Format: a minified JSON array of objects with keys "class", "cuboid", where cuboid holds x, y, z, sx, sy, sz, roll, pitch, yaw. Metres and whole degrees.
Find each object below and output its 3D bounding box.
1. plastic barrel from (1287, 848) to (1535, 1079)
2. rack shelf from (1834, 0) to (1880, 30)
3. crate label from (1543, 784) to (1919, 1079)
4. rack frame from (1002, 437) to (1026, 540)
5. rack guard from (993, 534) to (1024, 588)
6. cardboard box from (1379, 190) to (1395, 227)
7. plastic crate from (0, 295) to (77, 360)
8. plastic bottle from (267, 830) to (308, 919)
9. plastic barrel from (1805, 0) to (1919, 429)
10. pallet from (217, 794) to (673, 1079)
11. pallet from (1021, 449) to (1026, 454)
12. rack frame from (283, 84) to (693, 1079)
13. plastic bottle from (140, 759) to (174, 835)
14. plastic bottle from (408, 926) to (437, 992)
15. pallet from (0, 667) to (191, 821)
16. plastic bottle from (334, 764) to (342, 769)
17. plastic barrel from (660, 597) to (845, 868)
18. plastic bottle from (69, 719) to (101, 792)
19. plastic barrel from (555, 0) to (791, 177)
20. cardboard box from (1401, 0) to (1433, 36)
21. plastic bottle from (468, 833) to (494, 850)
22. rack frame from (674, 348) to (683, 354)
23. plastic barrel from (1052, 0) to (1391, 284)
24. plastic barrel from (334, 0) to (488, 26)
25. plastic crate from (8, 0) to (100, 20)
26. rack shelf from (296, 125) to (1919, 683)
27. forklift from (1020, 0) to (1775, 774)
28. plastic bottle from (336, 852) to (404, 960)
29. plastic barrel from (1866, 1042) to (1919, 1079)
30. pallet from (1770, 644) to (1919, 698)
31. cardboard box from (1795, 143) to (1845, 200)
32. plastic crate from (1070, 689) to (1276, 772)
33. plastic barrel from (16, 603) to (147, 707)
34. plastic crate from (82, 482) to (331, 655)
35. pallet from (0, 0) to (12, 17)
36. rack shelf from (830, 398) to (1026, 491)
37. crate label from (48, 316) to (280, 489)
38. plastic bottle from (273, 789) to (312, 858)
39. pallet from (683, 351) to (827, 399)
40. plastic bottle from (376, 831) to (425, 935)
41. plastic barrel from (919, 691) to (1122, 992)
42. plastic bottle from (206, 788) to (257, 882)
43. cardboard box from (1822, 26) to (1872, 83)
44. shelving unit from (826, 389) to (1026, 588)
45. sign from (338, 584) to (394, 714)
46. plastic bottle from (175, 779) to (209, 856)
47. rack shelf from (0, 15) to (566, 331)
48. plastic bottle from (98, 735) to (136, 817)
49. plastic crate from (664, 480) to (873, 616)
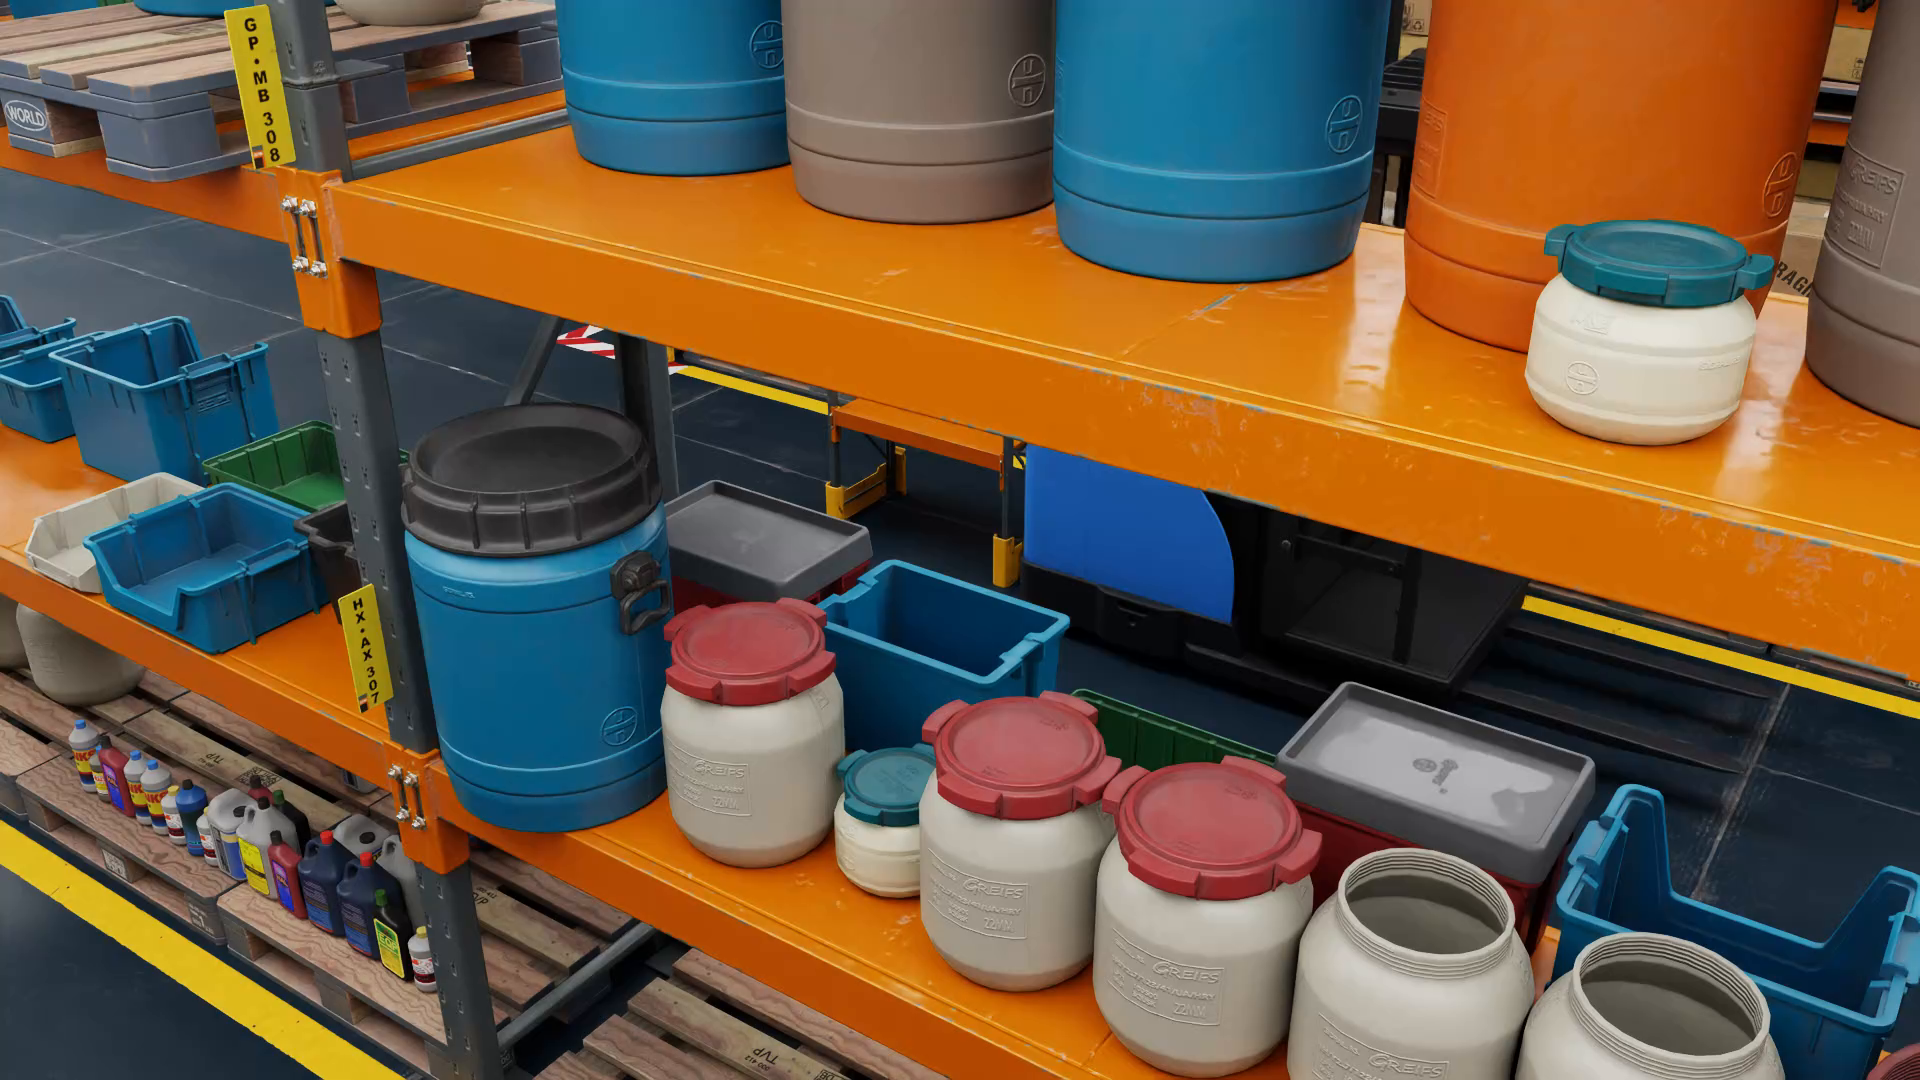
[{"class":"plastic barrel","cuboid":[0.836,0.875,3.100,0.421,0.512,0.421,0,27,0]},{"class":"rack shelf","cuboid":[3.311,-2.163,6.679,4.000,0.370,1.077,17,32,30]},{"class":"crate label","cuboid":[1.486,0.846,3.242,0.616,0.435,0.502,17,32,30]},{"class":"rack frame","cuboid":[0.349,-0.560,7.696,0.032,1.500,0.500,17,32,30]},{"class":"rack guard","cuboid":[0.348,-0.003,7.980,0.087,0.250,0.587,17,32,30]},{"class":"cardboard box","cuboid":[2.093,-1.484,8.023,0.500,0.250,0.500,20,33,33]},{"class":"plastic crate","cuboid":[-3.860,-0.754,6.588,0.616,0.251,0.499,17,32,30]},{"class":"plastic bottle","cuboid":[-2.155,1.072,5.347,0.133,0.283,0.061,20,33,34]},{"class":"plastic barrel","cuboid":[1.598,-0.635,2.330,0.600,0.901,0.600,0,27,0]},{"class":"pallet","cuboid":[-1.675,1.245,5.571,1.213,0.211,1.003,17,32,30]},{"class":"pallet","cuboid":[1.030,-0.638,9.270,1.213,0.211,1.003,17,32,30]},{"class":"rack frame","cuboid":[-1.145,0.190,4.569,0.127,3.000,1.000,17,32,30]},{"class":"plastic bottle","cuboid":[-2.759,0.879,5.739,0.097,0.271,0.097,0,27,0]},{"class":"plastic bottle","cuboid":[-1.621,1.265,5.058,0.097,0.201,0.097,0,27,0]},{"class":"pallet","cuboid":[-3.687,0.619,6.802,1.213,0.211,1.003,17,32,30]},{"class":"plastic bottle","cuboid":[-2.267,0.730,6.109,0.097,0.201,0.097,0,27,0]},{"class":"plastic barrel","cuboid":[-0.481,0.457,3.894,0.433,0.535,0.433,0,27,0]},{"class":"plastic bottle","cuboid":[-3.124,0.765,5.962,0.097,0.271,0.097,0,27,0]},{"class":"plastic barrel","cuboid":[-0.603,-1.320,3.677,0.708,0.901,0.600,17,32,30]},{"class":"cardboard box","cuboid":[3.484,-3.922,11.965,0.500,0.500,0.500,17,32,30]},{"class":"plastic bottle","cuboid":[-1.657,0.866,5.676,0.185,0.351,0.144,17,32,30]},{"class":"rack frame","cuboid":[-1.635,-2.688,10.224,0.127,3.000,1.000,17,32,30]},{"class":"plastic barrel","cuboid":[0.475,-0.985,3.017,0.708,0.901,0.600,17,32,30]},{"class":"plastic barrel","cuboid":[-1.389,-1.567,4.129,0.421,0.512,0.421,0,27,0]},{"class":"plastic crate","cuboid":[-2.700,-1.789,5.169,0.575,0.384,0.392,17,32,30]},{"class":"rack shelf","cuboid":[0.503,-0.312,3.042,4.000,0.370,1.077,17,32,30]},{"class":"forklift","cuboid":[1.779,-0.761,6.514,3.031,2.935,1.130,17,31,30]},{"class":"plastic bottle","cuboid":[-1.839,1.117,5.183,0.185,0.351,0.144,16,31,29]},{"class":"plastic barrel","cuboid":[1.598,1.151,2.531,0.708,0.536,0.600,17,32,30]},{"class":"pallet","cuboid":[4.303,0.383,7.264,1.213,0.211,1.003,17,32,30]},{"class":"cardboard box","cuboid":[5.876,-2.503,11.305,0.500,0.250,0.500,16,31,29]},{"class":"plastic crate","cuboid":[0.450,0.627,3.945,0.662,0.188,0.450,17,32,30]},{"class":"plastic barrel","cuboid":[-3.443,0.354,6.527,0.421,0.512,0.421,0,27,0]},{"class":"plastic crate","cuboid":[-2.211,0.074,4.961,0.616,0.251,0.499,17,32,30]},{"class":"pallet","cuboid":[-3.816,-1.840,5.460,1.213,0.211,1.003,17,32,30]},{"class":"rack shelf","cuboid":[-0.070,-0.530,8.034,1.000,0.185,0.538,17,32,30]},{"class":"crate label","cuboid":[-2.772,-0.481,5.849,0.616,0.435,0.502,17,32,30]},{"class":"plastic bottle","cuboid":[-2.227,0.970,5.546,0.133,0.283,0.061,17,32,30]},{"class":"pallet","cuboid":[-0.981,-1.264,10.501,1.213,0.211,1.003,17,32,30]},{"class":"plastic bottle","cuboid":[-1.758,1.063,5.289,0.185,0.351,0.144,17,32,30]},{"class":"plastic barrel","cuboid":[0.124,0.646,3.524,0.433,0.535,0.433,0,27,0]},{"class":"plastic bottle","cuboid":[-2.395,0.975,5.545,0.135,0.276,0.152,18,32,31]},{"class":"cardboard box","cuboid":[5.881,-3.307,10.846,0.500,0.500,0.700,23,35,37]},{"class":"shelving unit","cuboid":[-0.063,-0.688,7.948,1.083,1.500,0.587,17,32,30]},{"class":"sign","cuboid":[-1.466,0.270,4.107,0.005,0.325,0.100,17,32,30]},{"class":"plastic bottle","cuboid":[-2.592,0.931,5.637,0.097,0.271,0.097,0,27,0]},{"class":"rack shelf","cuboid":[-2.794,-1.339,5.061,4.000,0.370,1.077,17,32,30]},{"class":"plastic bottle","cuboid":[-2.948,0.825,5.832,0.133,0.283,0.061,18,32,31]},{"class":"plastic crate","cuboid":[-0.573,0.172,4.535,0.583,0.464,0.402,17,32,30]}]
